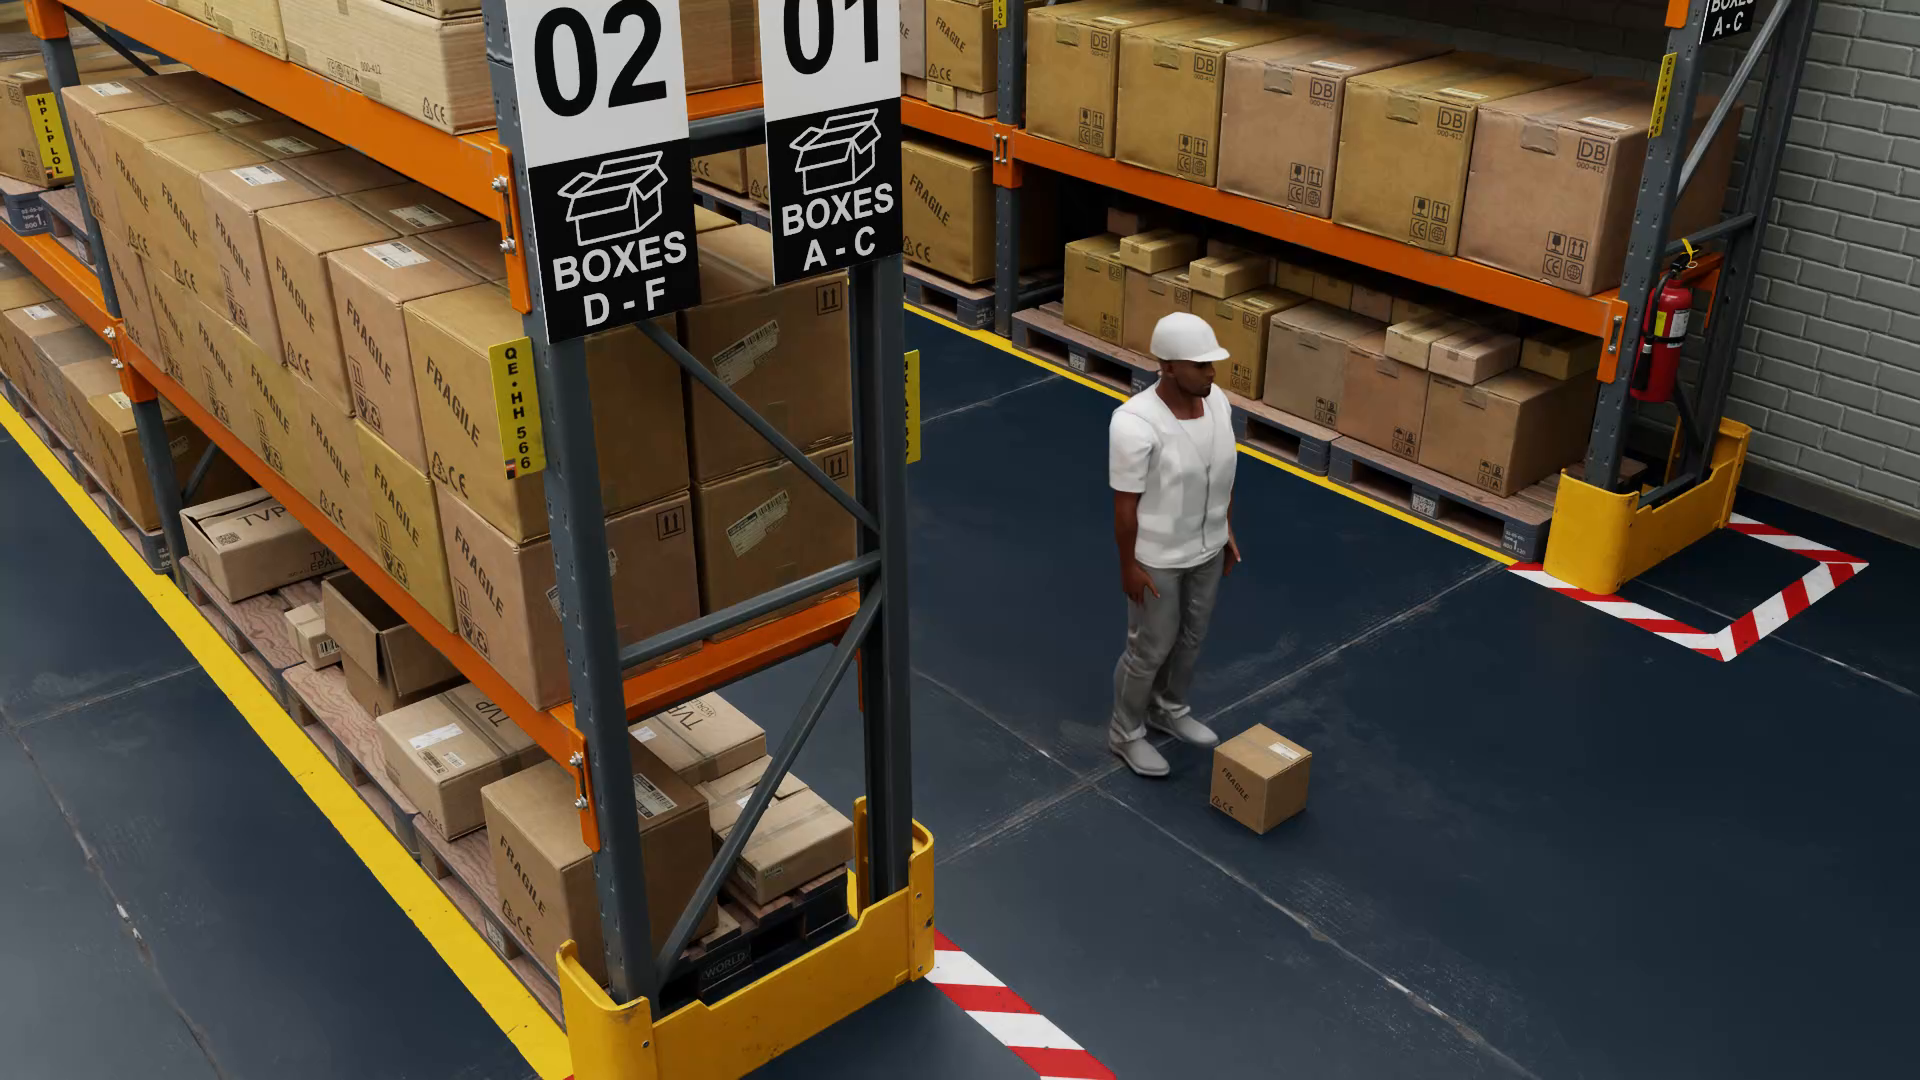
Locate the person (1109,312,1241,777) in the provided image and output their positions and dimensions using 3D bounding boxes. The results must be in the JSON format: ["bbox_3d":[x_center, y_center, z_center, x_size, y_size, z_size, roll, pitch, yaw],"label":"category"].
[{"bbox_3d":[0.784,0.027,6.064,0.563,1.777,0.354,-21,34,-34],"label":"person"}]
